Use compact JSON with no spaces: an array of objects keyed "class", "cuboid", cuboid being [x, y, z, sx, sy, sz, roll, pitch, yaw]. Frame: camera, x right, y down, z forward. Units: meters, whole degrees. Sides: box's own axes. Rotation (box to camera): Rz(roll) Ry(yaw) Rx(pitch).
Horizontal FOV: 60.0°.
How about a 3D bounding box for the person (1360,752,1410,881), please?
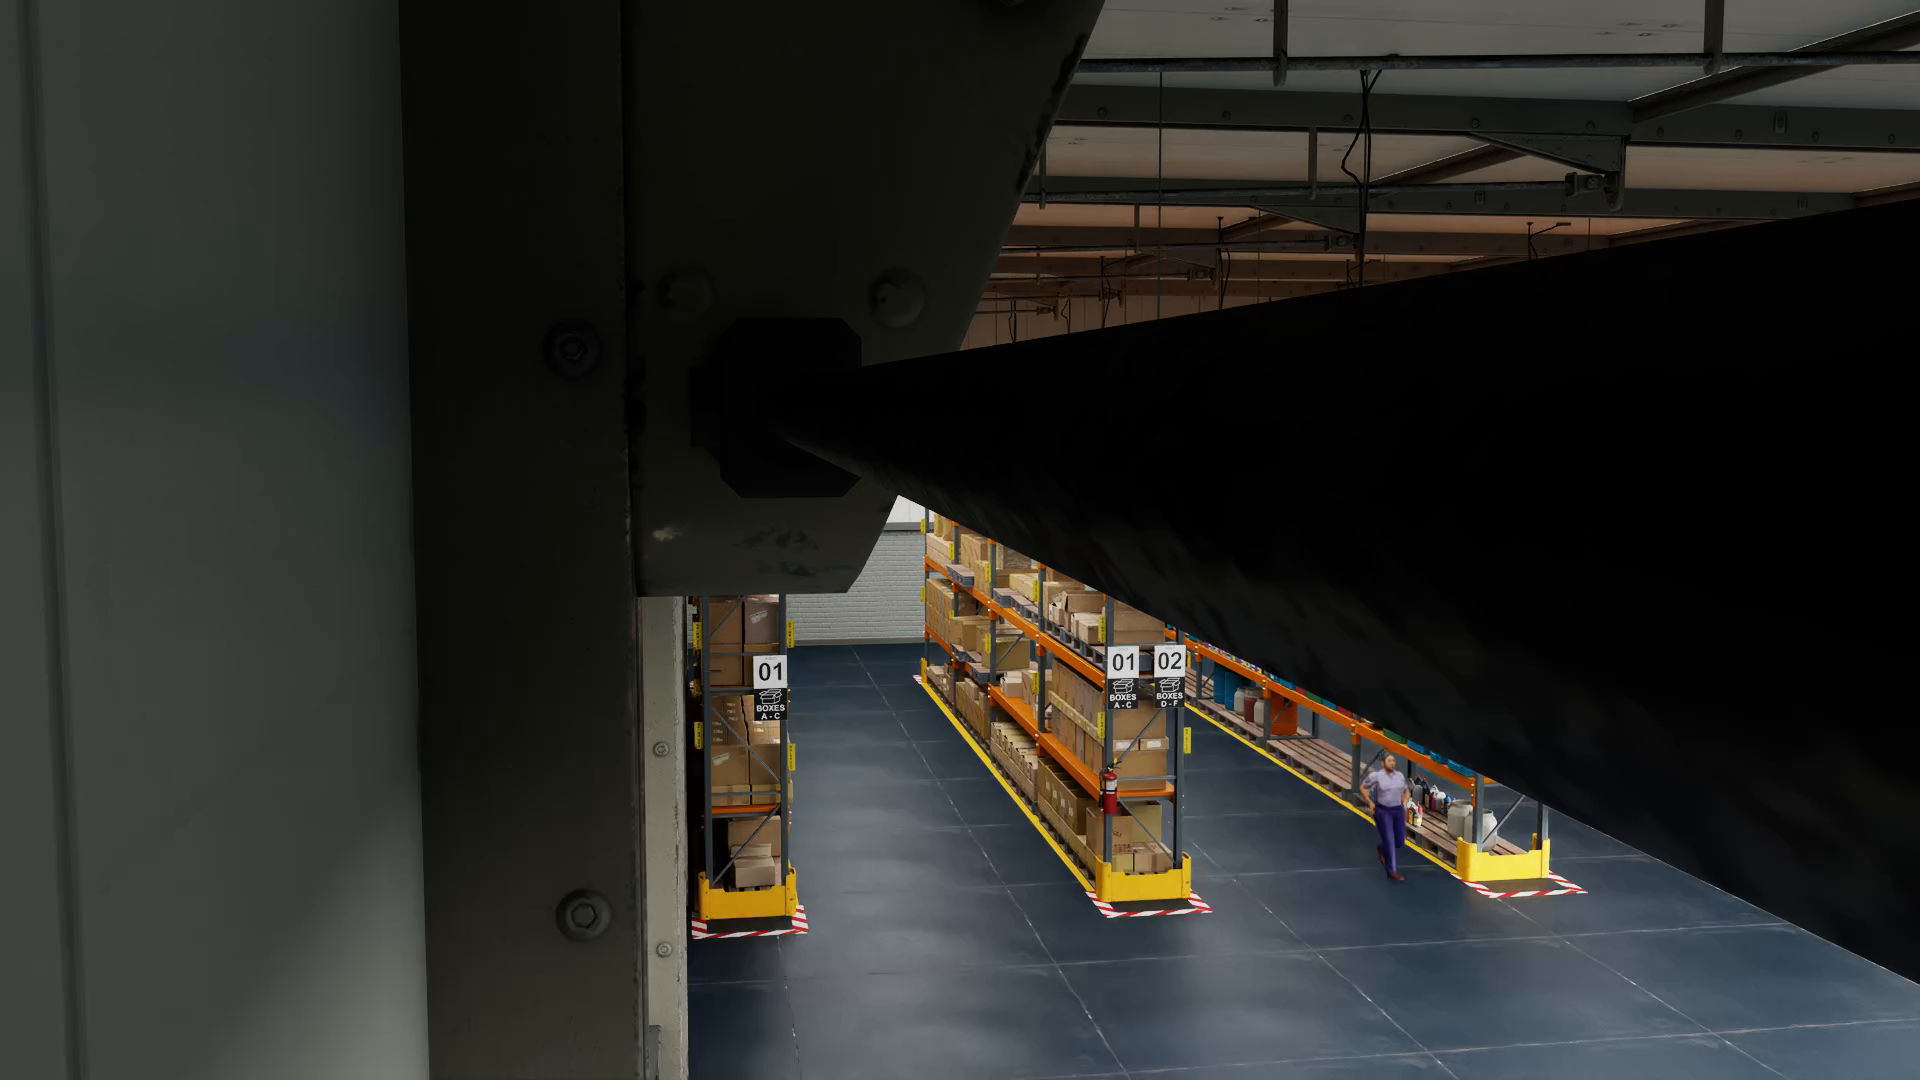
[{"class":"person","cuboid":[5.619,3.601,21.828,0.631,1.619,0.813,-1,5,-15]}]
